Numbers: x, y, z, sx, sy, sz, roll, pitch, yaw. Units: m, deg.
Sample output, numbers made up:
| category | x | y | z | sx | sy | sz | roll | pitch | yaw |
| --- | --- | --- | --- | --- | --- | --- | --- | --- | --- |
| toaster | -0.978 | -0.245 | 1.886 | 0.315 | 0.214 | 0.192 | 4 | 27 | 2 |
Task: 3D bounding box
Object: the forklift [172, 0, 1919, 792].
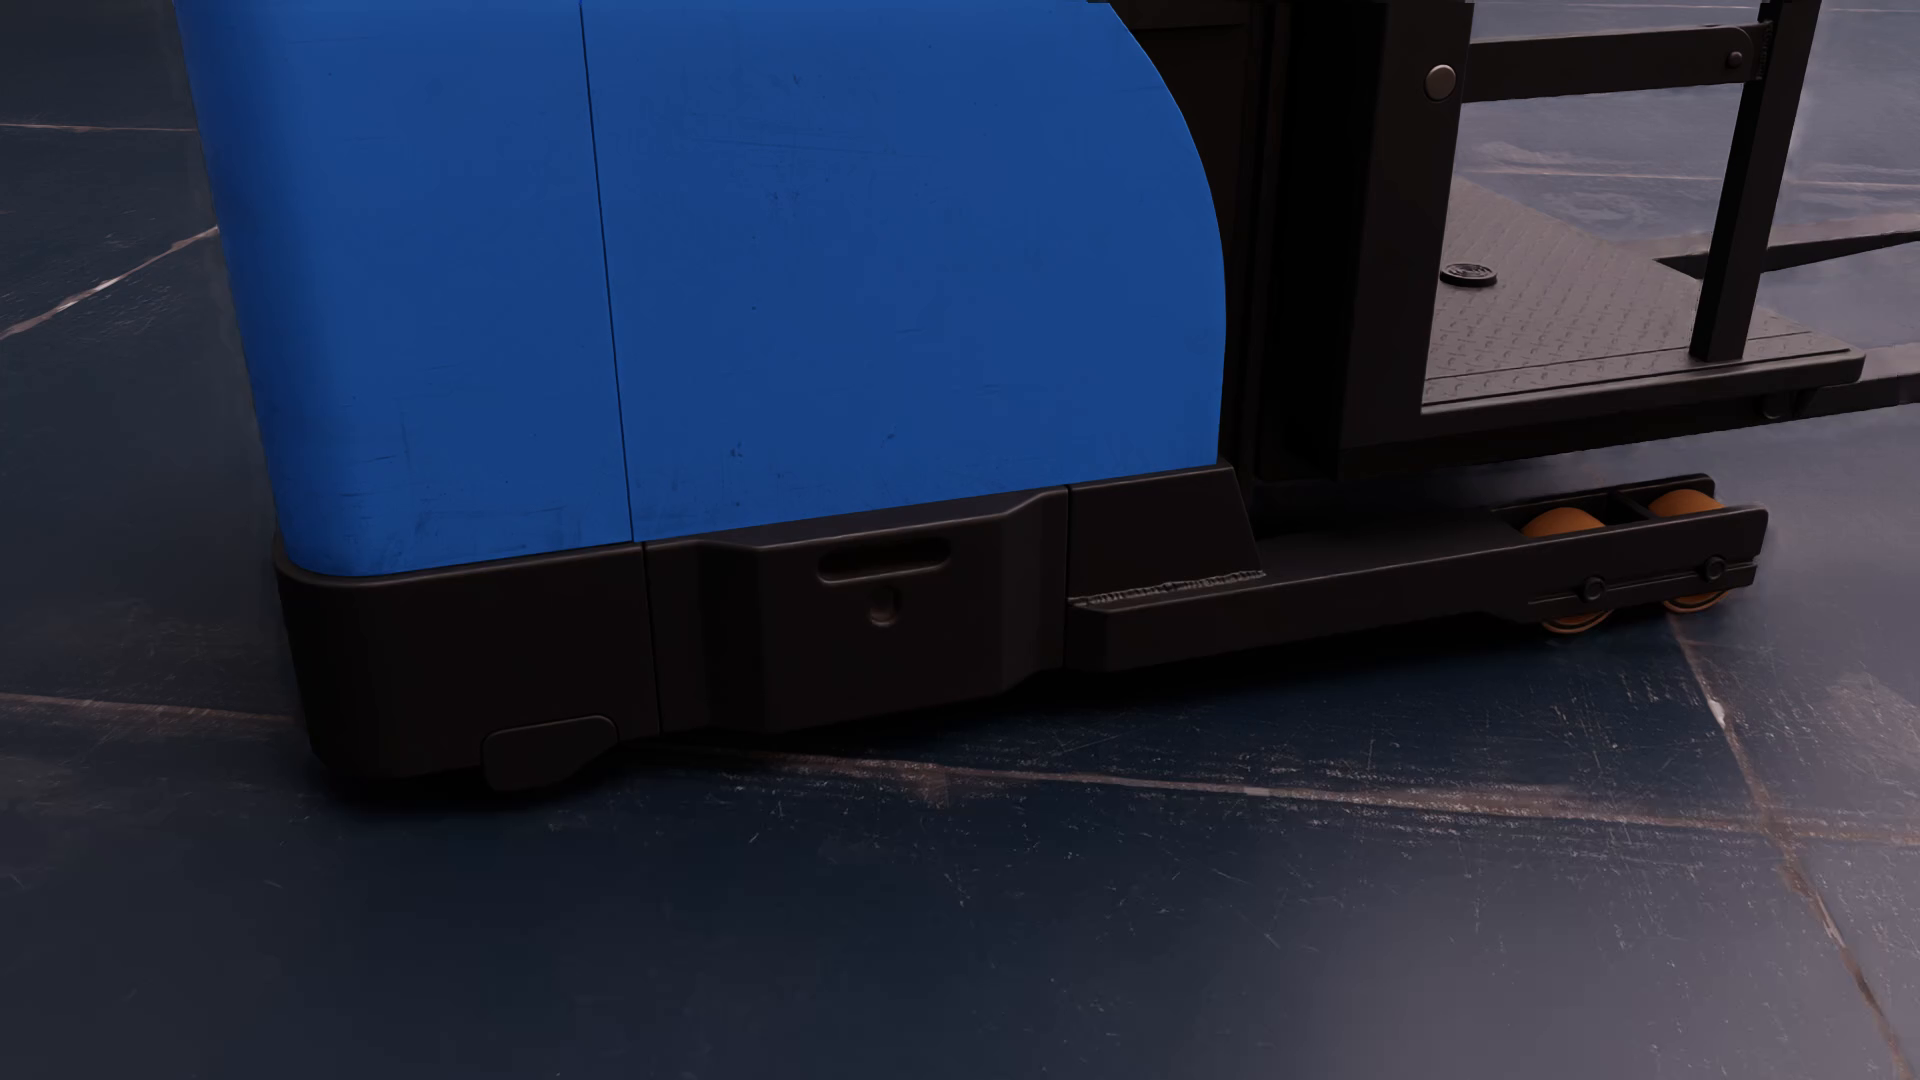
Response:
| category | x | y | z | sx | sy | sz | roll | pitch | yaw |
| --- | --- | --- | --- | --- | --- | --- | --- | --- | --- |
| forklift | 0.583 | -1.401 | 2.026 | 3.031 | 2.935 | 1.130 | -8 | 28 | -16 |
